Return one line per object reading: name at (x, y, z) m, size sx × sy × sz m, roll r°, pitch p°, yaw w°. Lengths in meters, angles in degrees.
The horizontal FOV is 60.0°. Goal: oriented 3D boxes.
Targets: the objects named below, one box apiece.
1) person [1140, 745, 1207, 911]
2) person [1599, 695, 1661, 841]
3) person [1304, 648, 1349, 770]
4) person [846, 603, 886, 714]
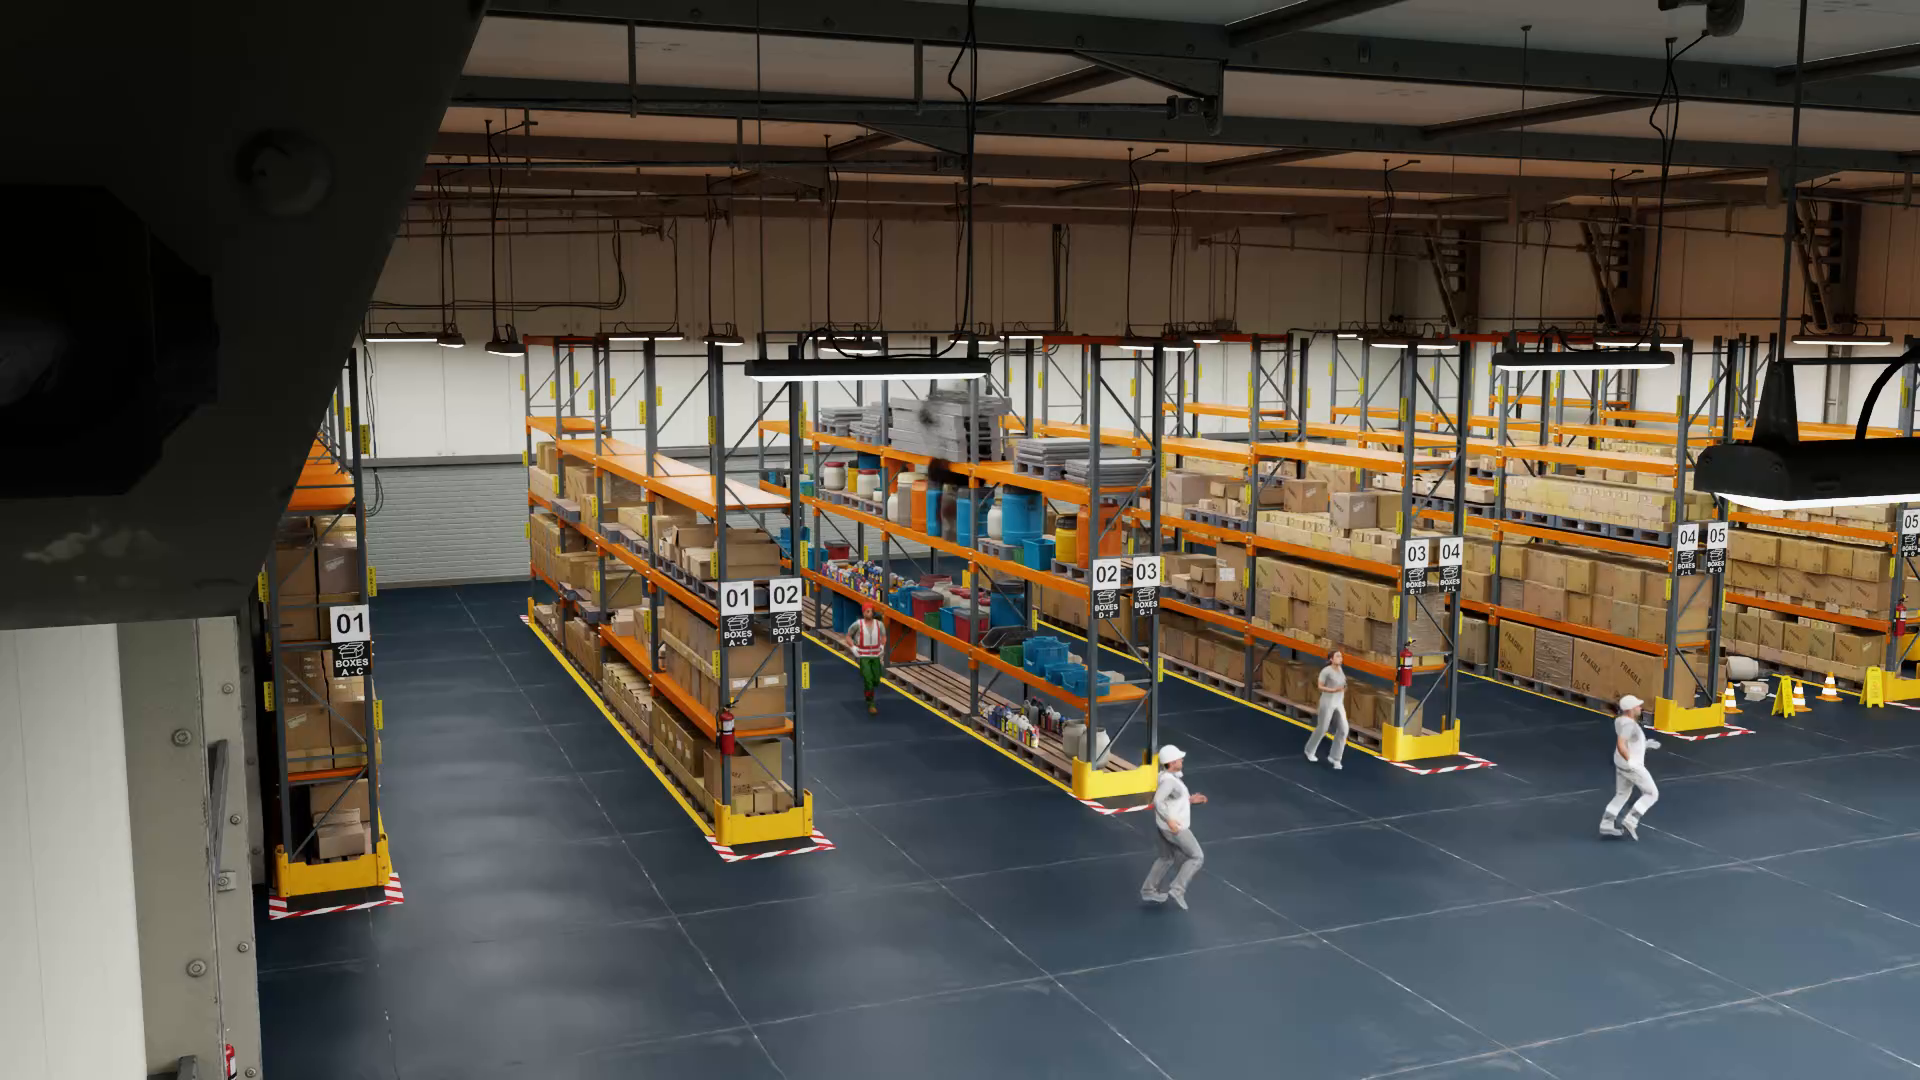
person at (2.309, 3.090, 17.888) m, size 0.715 × 1.792 × 0.625 m, roll -1°, pitch 8°, yaw -6°
person at (8.181, 2.767, 20.213) m, size 0.698 × 1.781 × 0.654 m, roll 0°, pitch 8°, yaw 0°
person at (5.243, 2.388, 23.611) m, size 0.573 × 1.743 × 0.711 m, roll -5°, pitch 9°, yaw -33°
person at (-1.501, 1.882, 26.905) m, size 0.667 × 1.767 × 0.741 m, roll -3°, pitch 8°, yaw -19°
